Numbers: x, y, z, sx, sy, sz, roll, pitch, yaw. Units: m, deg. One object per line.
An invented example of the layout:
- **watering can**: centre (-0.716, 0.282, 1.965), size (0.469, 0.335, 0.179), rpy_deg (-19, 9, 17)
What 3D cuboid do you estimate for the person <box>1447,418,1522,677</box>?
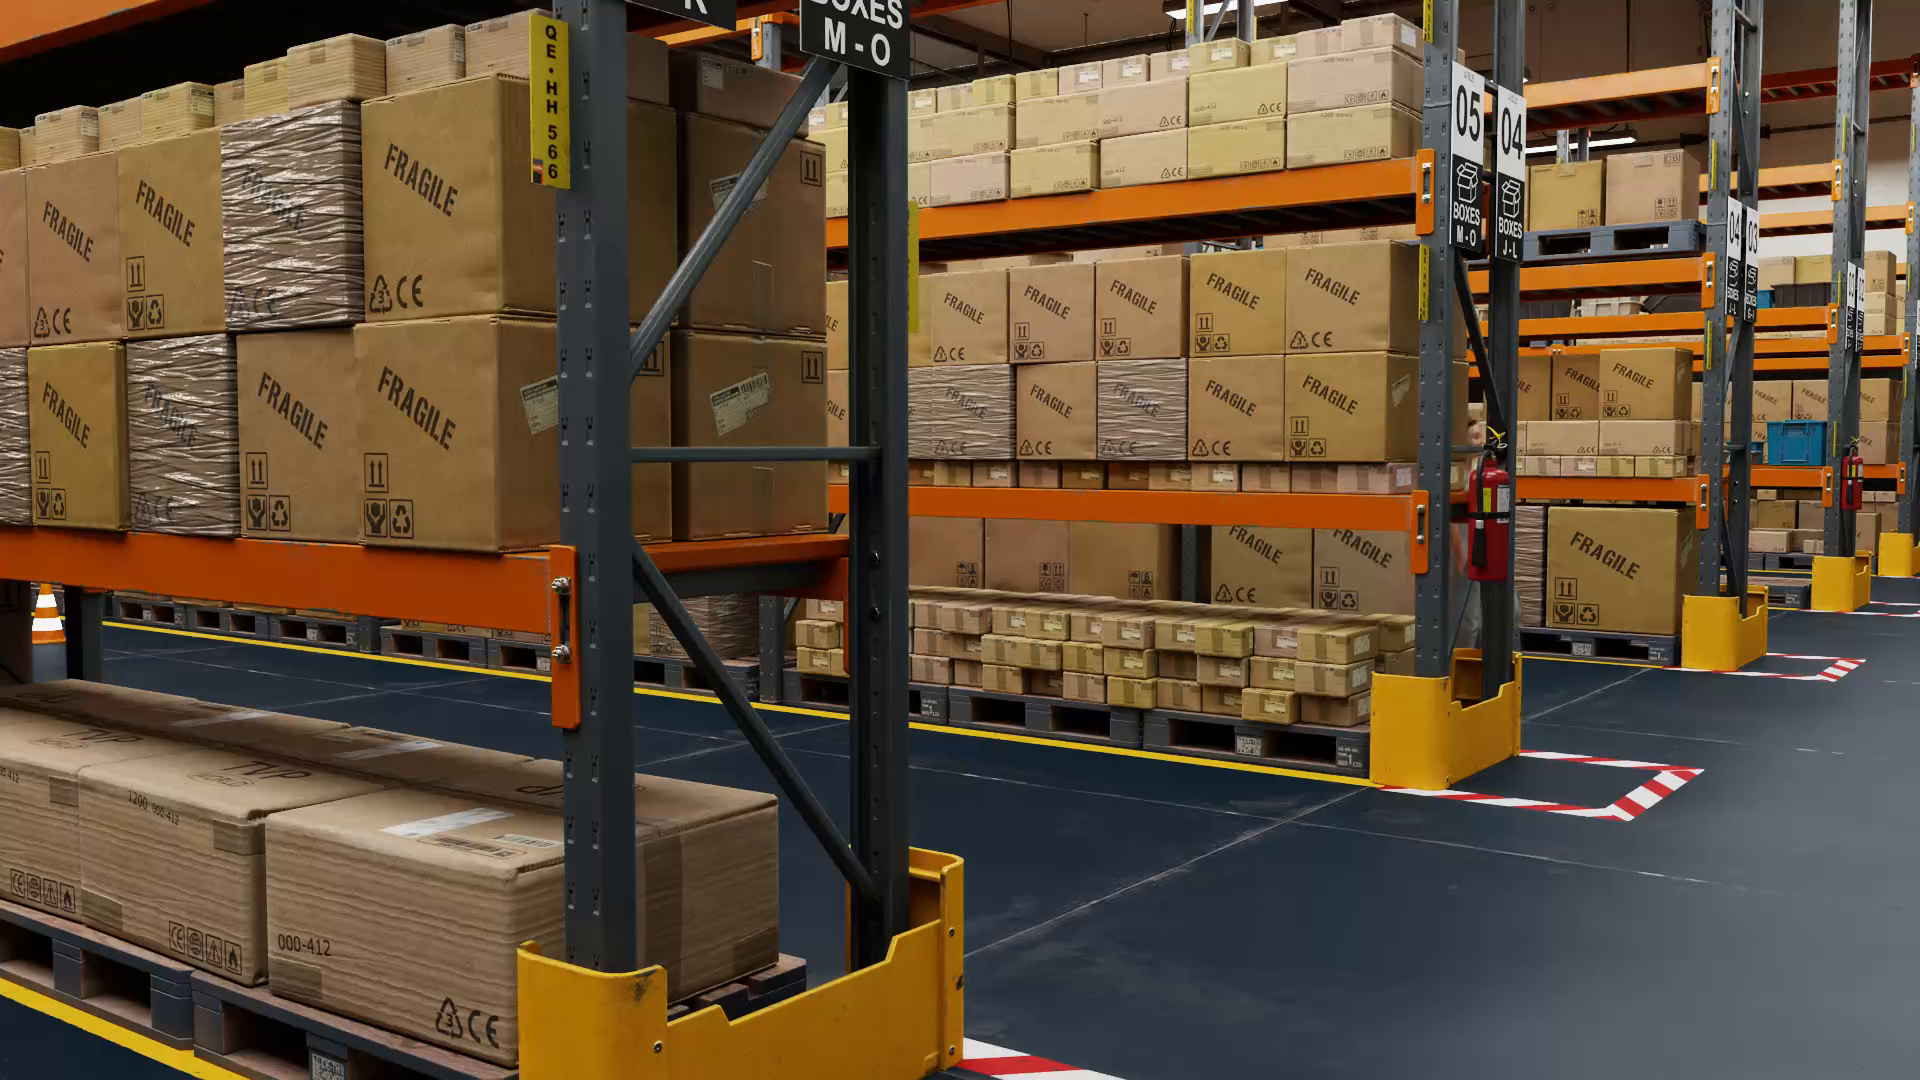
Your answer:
- **person**: centre (2.905, 0.132, 9.428), size (0.456, 1.660, 0.448), rpy_deg (3, 4, 42)
